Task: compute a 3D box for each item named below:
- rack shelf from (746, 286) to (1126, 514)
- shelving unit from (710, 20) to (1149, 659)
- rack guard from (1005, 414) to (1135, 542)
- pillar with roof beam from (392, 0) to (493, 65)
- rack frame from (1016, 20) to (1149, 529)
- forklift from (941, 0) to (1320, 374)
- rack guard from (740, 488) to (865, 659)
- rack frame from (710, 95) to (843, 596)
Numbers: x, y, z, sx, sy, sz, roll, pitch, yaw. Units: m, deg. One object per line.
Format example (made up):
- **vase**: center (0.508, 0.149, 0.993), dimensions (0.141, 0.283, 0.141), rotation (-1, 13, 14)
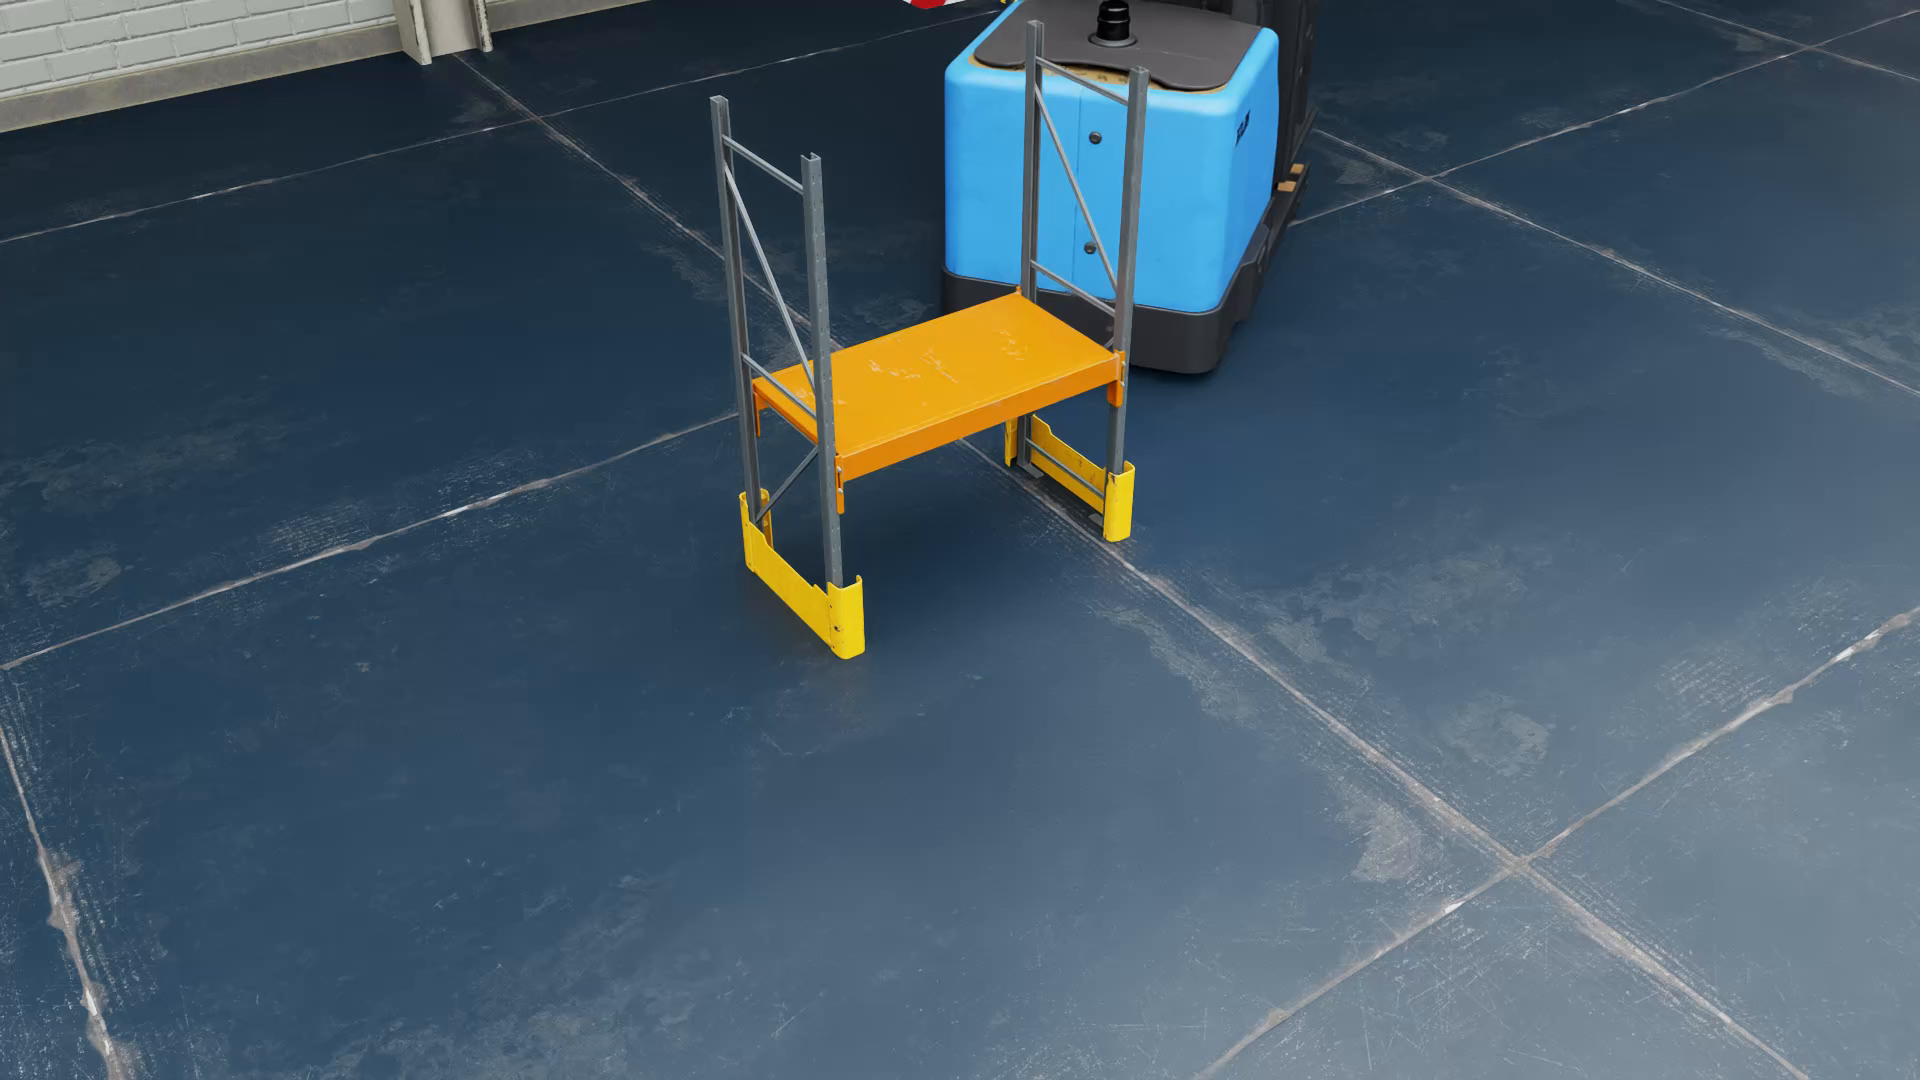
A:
- **rack shelf**: center (-0.070, -0.434, 4.877), dimensions (1.000, 0.185, 0.538), rotation (-22, 41, -28)
- **shelving unit**: center (-0.062, -0.583, 4.776), dimensions (1.083, 1.500, 0.587), rotation (-22, 41, -28)
- **rack guard**: center (0.345, -0.243, 5.374), dimensions (0.087, 0.250, 0.587), rotation (-22, 41, -28)
- **pillar with roof beam**: center (-0.264, -4.225, 3.417), dimensions (0.400, 9.000, 9.100), rotation (-22, 41, -28)
- **rack frame**: center (0.346, -0.751, 5.010), dimensions (0.032, 1.500, 0.500), rotation (-22, 41, -28)
- **forklift**: center (0.902, -2.643, 6.415), dimensions (1.130, 2.935, 3.031), rotation (12, 37, 16)
- **rack guard**: center (-0.469, 0.092, 4.908), dimensions (0.087, 0.250, 0.587), rotation (-22, 41, -28)
- **rack frame**: center (-0.485, -0.409, 4.534), dimensions (0.032, 1.500, 0.500), rotation (-22, 41, -28)
